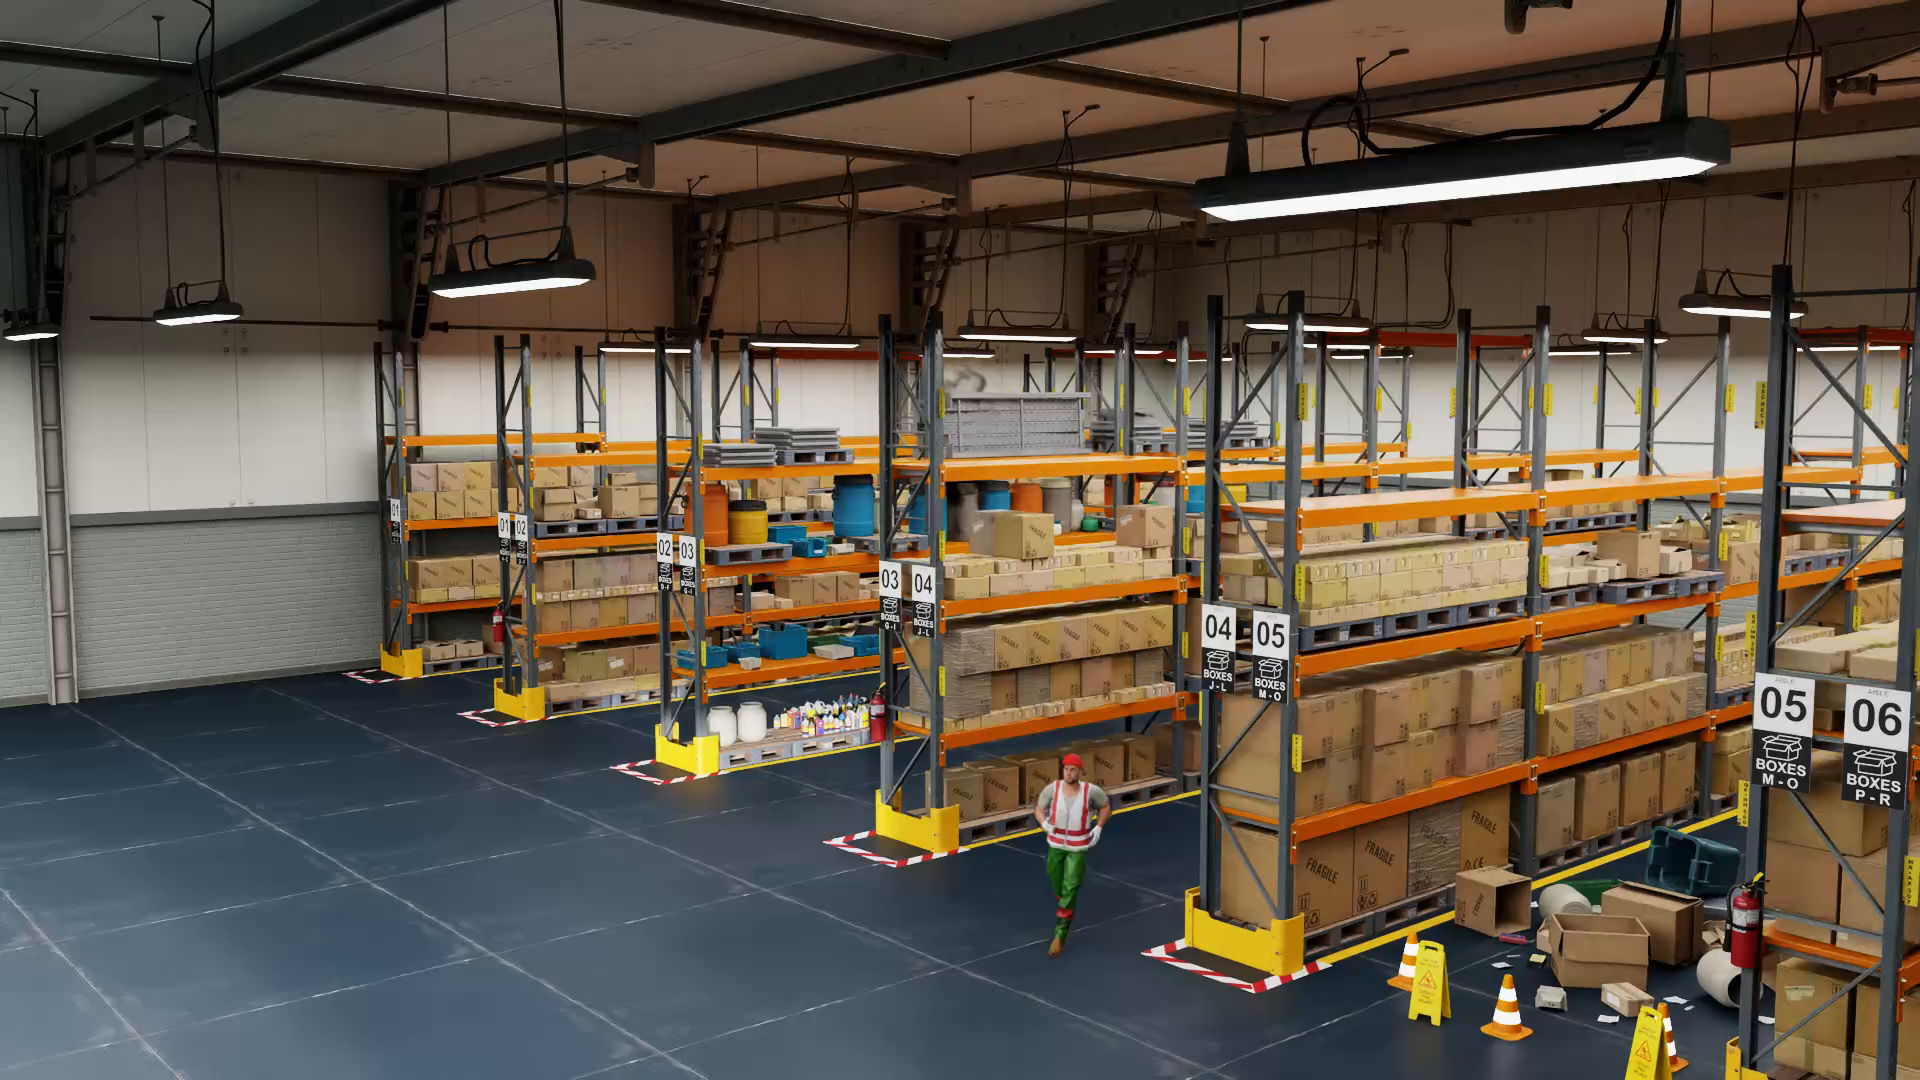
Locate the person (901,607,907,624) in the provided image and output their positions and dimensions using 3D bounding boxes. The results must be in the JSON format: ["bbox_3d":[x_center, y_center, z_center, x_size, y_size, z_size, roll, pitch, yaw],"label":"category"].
[{"bbox_3d":[-1.258,1.239,34.123,0.557,1.629,0.550,4,6,35],"label":"person"}]

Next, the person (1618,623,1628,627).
[{"bbox_3d":[9.786,2.074,24.663,0.649,1.676,0.580,5,7,44],"label":"person"}]

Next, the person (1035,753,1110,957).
[{"bbox_3d":[1.031,2.865,15.482,0.673,1.807,0.902,2,5,17],"label":"person"}]
